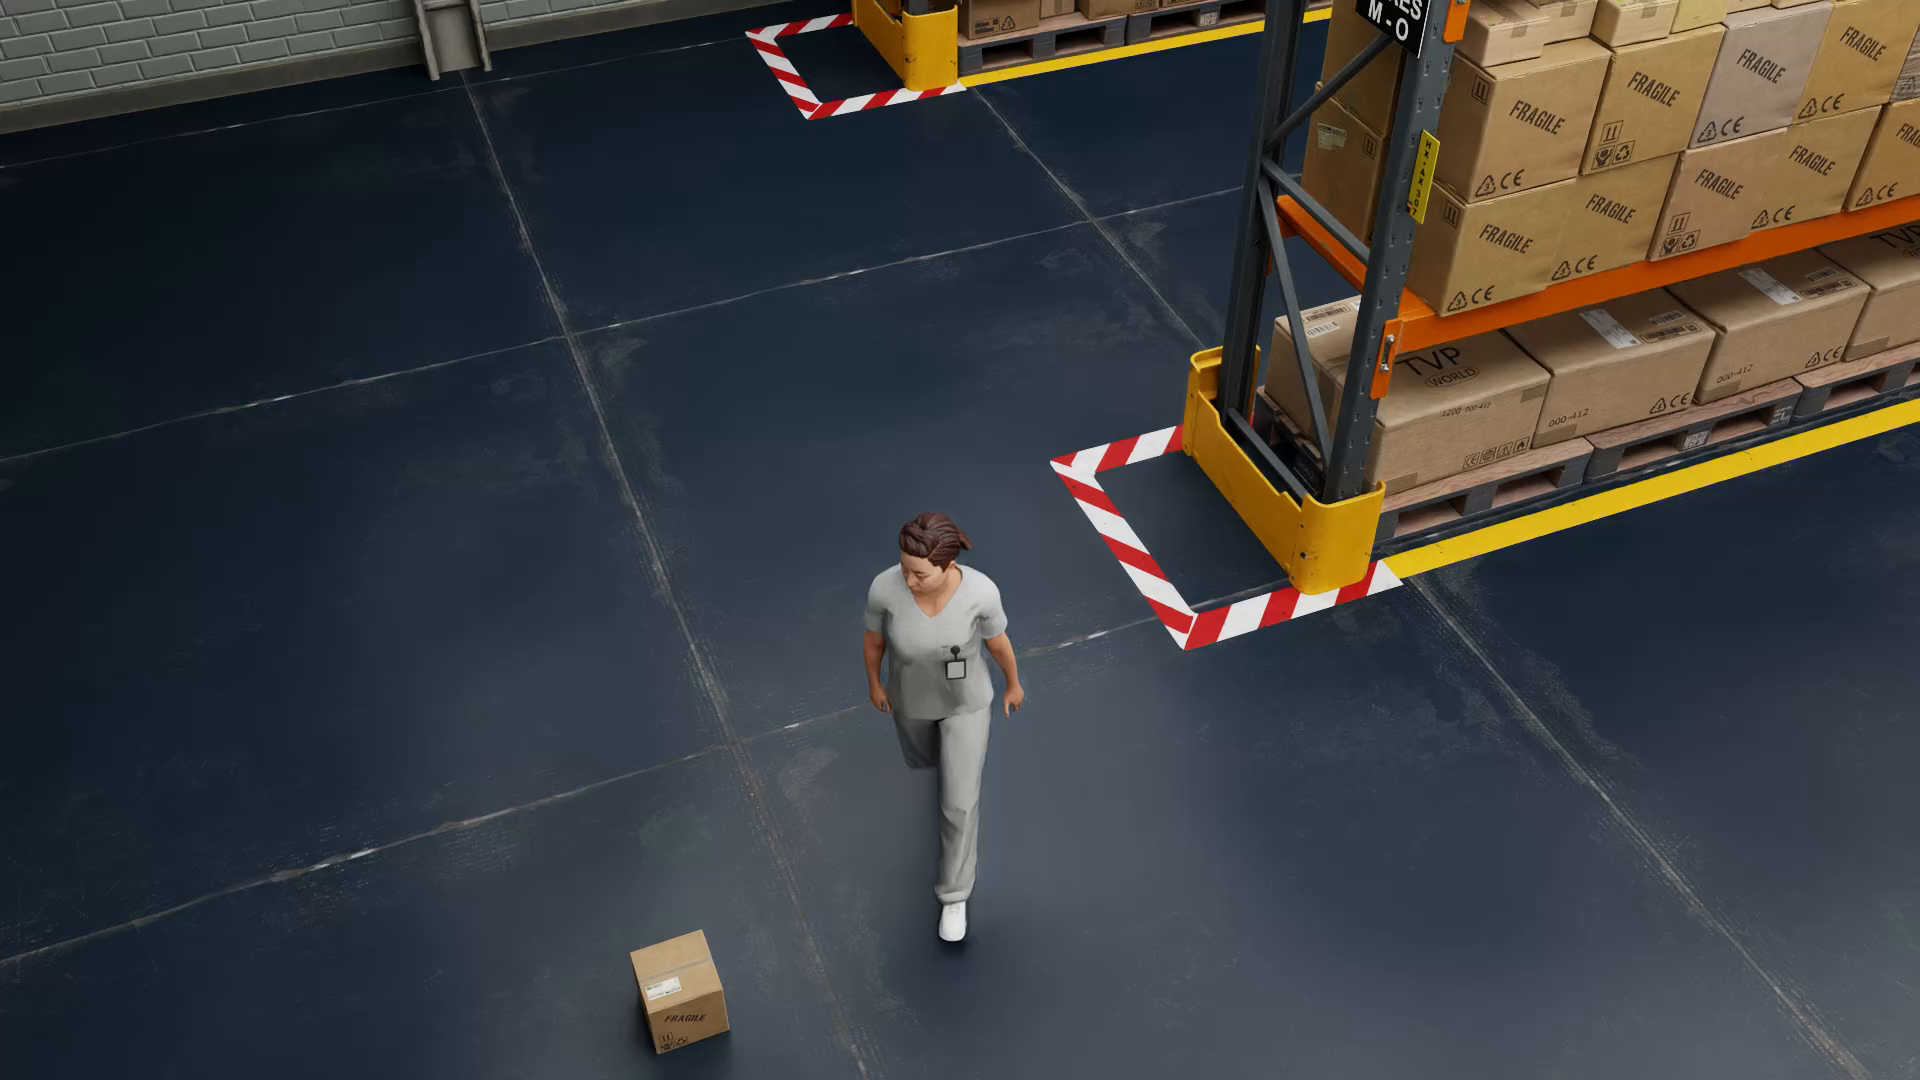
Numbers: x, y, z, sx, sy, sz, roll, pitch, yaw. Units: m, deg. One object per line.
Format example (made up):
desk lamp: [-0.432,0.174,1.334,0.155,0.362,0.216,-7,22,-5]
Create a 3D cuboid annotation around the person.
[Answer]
person: [-0.053,0.500,5.619,0.534,1.631,0.991,5,42,5]
